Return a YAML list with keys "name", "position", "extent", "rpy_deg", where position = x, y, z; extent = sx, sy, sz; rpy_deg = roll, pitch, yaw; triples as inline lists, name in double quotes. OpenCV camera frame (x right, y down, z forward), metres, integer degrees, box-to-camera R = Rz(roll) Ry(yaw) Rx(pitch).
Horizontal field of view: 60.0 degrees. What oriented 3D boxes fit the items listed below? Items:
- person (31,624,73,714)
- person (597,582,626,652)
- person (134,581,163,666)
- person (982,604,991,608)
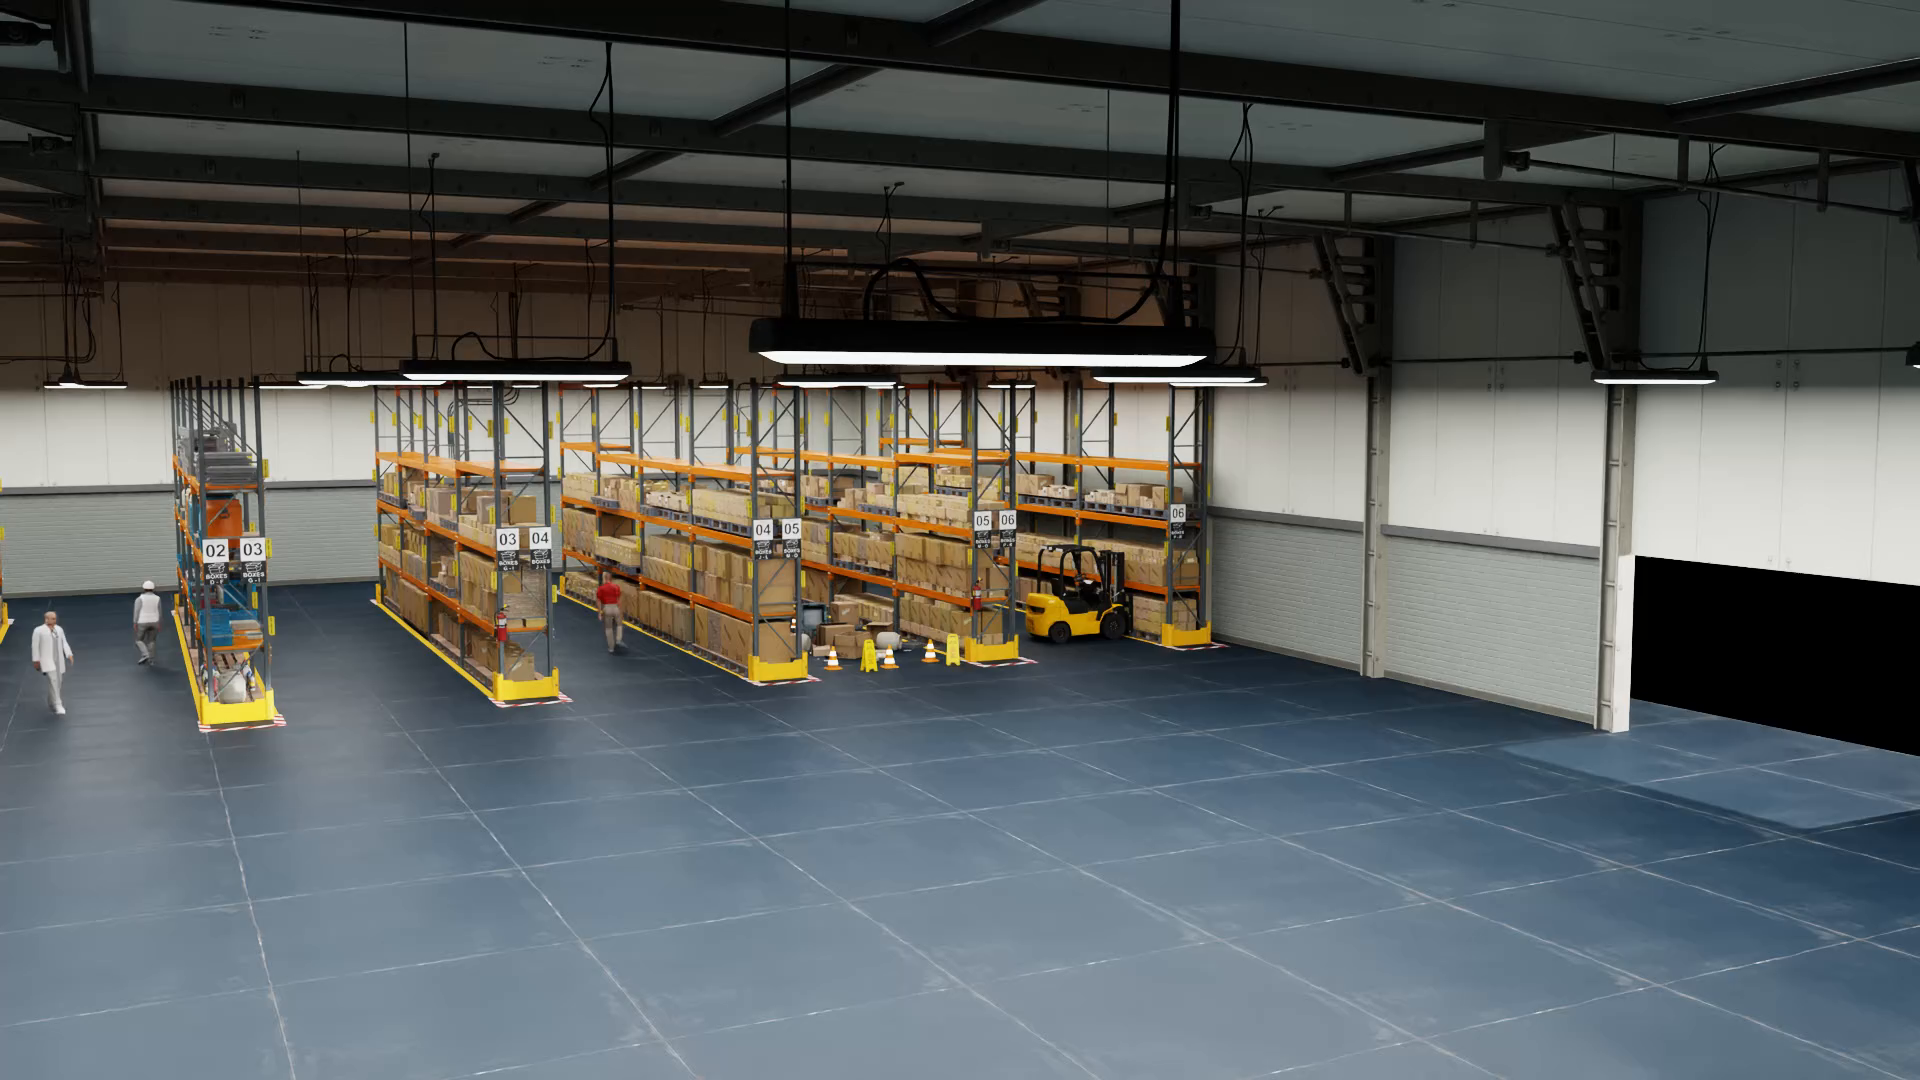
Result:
- name: "person"
  position: [-16.275, 2.291, 29.938]
  extent: [0.820, 1.594, 0.602]
  rpy_deg: [3, 6, 26]
- name: "person"
  position: [-7.696, 1.645, 36.698]
  extent: [0.598, 1.621, 0.454]
  rpy_deg: [-2, 5, -17]
- name: "person"
  position: [-16.962, 1.741, 34.775]
  extent: [0.568, 1.768, 0.494]
  rpy_deg: [-5, 7, -43]
- name: "person"
  position: [0.541, 1.362, 39.767]
  extent: [0.578, 1.779, 0.602]
  rpy_deg: [-3, 6, -30]
